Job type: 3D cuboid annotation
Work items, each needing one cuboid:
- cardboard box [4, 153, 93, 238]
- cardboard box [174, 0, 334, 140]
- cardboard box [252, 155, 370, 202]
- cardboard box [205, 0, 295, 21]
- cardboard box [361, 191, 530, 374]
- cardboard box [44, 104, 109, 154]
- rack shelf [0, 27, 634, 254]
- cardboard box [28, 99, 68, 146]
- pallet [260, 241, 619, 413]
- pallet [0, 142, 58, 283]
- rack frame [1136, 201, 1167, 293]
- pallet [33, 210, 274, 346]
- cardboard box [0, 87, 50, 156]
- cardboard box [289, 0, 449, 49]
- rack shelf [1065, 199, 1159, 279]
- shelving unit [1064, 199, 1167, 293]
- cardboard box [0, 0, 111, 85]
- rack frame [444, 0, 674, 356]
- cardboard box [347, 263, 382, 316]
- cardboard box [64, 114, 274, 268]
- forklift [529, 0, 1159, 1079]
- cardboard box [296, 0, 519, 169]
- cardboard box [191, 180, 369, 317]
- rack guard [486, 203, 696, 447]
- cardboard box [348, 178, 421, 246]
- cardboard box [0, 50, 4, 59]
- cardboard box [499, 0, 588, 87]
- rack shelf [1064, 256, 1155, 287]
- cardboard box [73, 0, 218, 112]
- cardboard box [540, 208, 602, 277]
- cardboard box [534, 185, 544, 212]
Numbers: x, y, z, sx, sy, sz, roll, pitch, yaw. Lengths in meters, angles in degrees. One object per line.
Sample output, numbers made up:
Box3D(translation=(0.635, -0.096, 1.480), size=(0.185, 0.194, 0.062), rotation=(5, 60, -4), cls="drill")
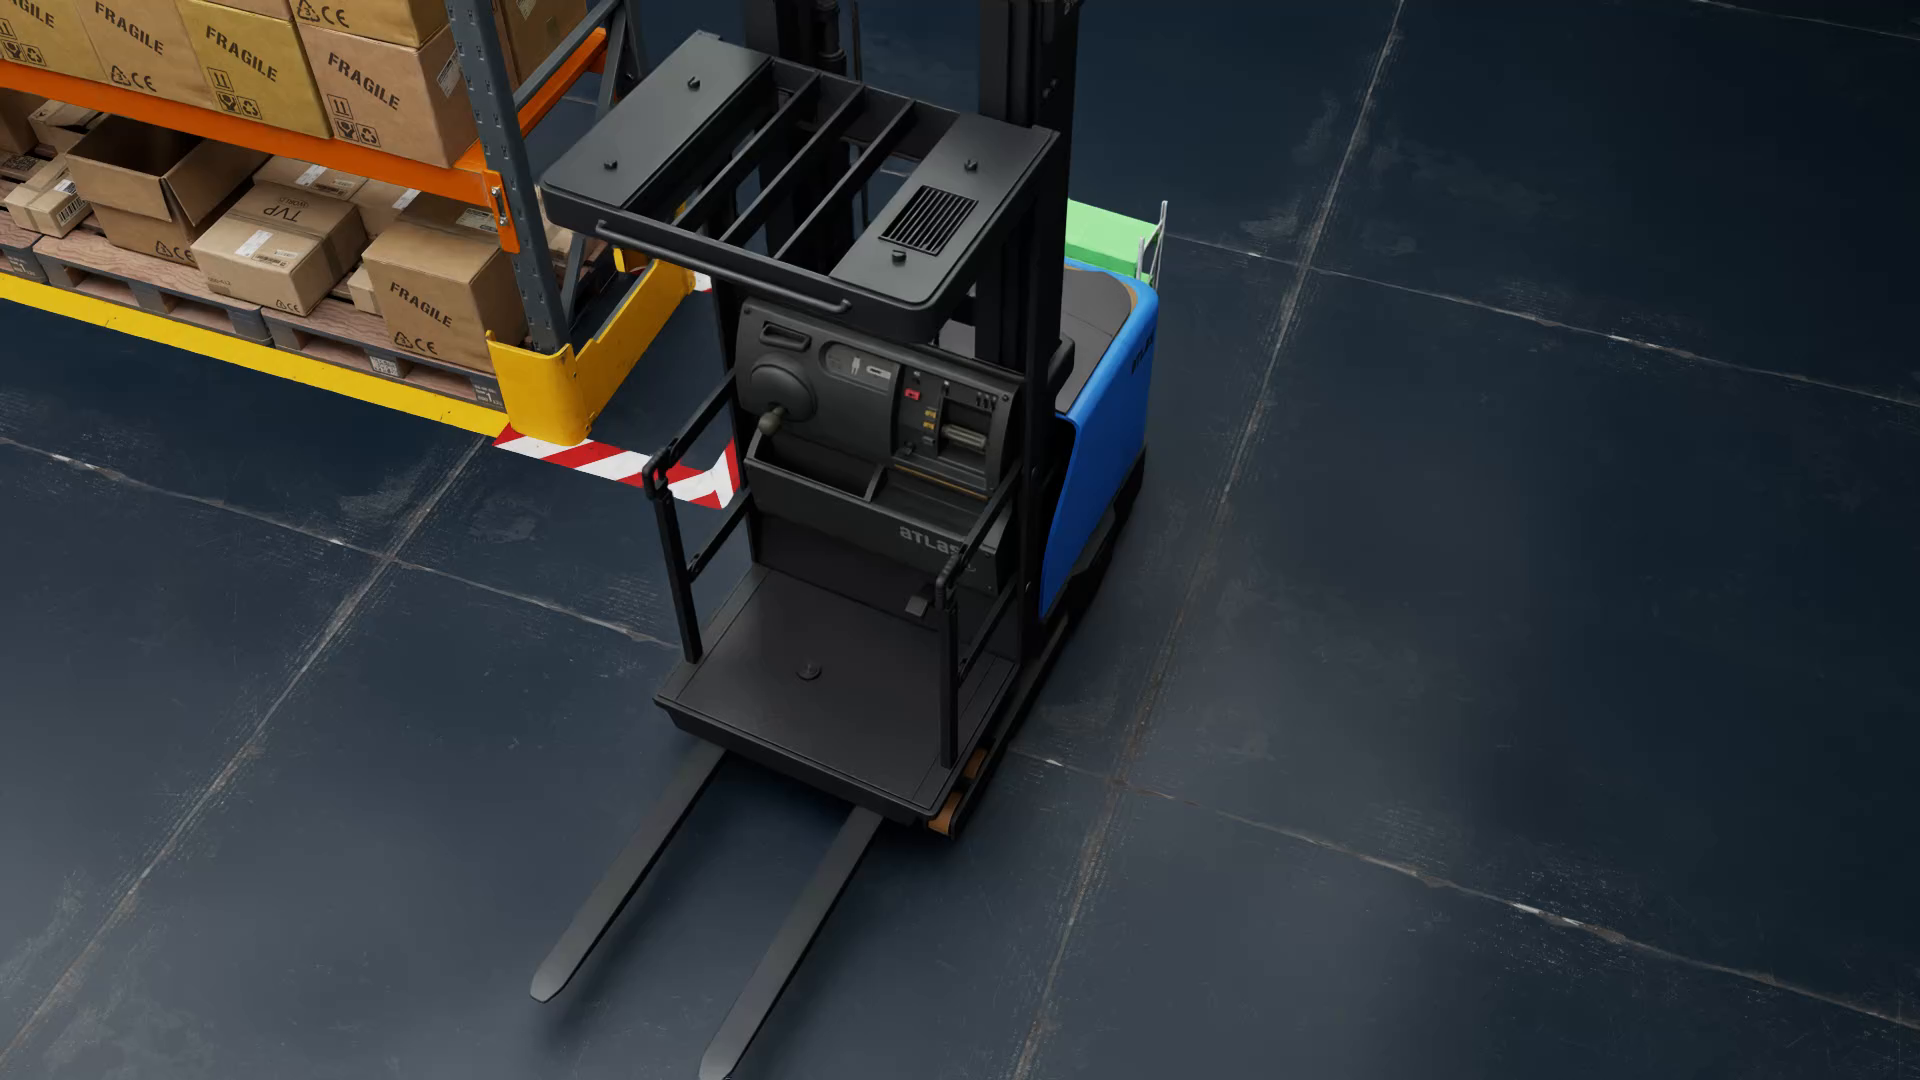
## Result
Box3D(translation=(-4.104, -1.579, 7.584), size=(0.250, 0.166, 0.380), rotation=(16, 51, 13), cls="cardboard box")
Box3D(translation=(-2.488, -1.889, 6.203), size=(0.500, 0.500, 0.500), rotation=(16, 51, 13), cls="cardboard box")
Box3D(translation=(-2.835, -1.647, 7.588), size=(0.500, 0.250, 0.500), rotation=(16, 51, 13), cls="cardboard box")
Box3D(translation=(-2.473, -2.212, 5.821), size=(0.500, 0.500, 0.500), rotation=(17, 51, 14), cls="cardboard box")
Box3D(translation=(-2.081, -1.092, 6.941), size=(0.500, 0.500, 0.500), rotation=(16, 51, 13), cls="cardboard box")
Box3D(translation=(-3.902, -1.965, 7.823), size=(0.500, 0.311, 0.500), rotation=(16, 51, 13), cls="cardboard box")
Box3D(translation=(-3.362, -2.087, 6.916), size=(4.000, 0.370, 1.077), rotation=(16, 51, 13), cls="rack shelf")
Box3D(translation=(-4.233, -2.053, 8.006), size=(0.250, 0.149, 0.380), rotation=(16, 51, 13), cls="cardboard box")
Box3D(translation=(-2.305, -1.113, 7.442), size=(1.213, 0.211, 1.003), rotation=(16, 51, 13), cls="pallet")
Box3D(translation=(-4.594, -1.752, 7.996), size=(1.213, 0.211, 1.003), rotation=(16, 51, 13), cls="pallet")
Box3D(translation=(0.703, -0.771, 6.491), size=(0.015, 1.200, 0.240), rotation=(20, 52, 17), cls="rack frame")
Box3D(translation=(-3.446, -1.434, 7.720), size=(1.213, 0.211, 1.003), rotation=(16, 51, 13), cls="pallet")
Box3D(translation=(-4.605, -2.223, 7.921), size=(0.500, 0.500, 0.500), rotation=(16, 51, 13), cls="cardboard box")
Box3D(translation=(-1.999, -2.080, 5.707), size=(0.500, 0.500, 0.500), rotation=(15, 51, 13), cls="cardboard box")
Box3D(translation=(0.484, -1.125, 6.247), size=(0.480, 0.148, 0.258), rotation=(20, 52, 17), cls="rack shelf")
Box3D(translation=(0.483, -0.852, 6.561), size=(0.503, 1.200, 0.258), rotation=(20, 52, 17), cls="shelving unit")
Box3D(translation=(-3.427, -2.156, 6.434), size=(0.500, 0.500, 0.500), rotation=(15, 51, 13), cls="cardboard box")
Box3D(translation=(-1.486, -1.798, 6.190), size=(0.127, 3.000, 1.000), rotation=(16, 51, 13), cls="rack frame")
Box3D(translation=(-2.430, -1.152, 7.214), size=(0.250, 0.166, 0.380), rotation=(16, 51, 13), cls="cardboard box")
Box3D(translation=(-3.474, -1.684, 7.452), size=(0.637, 0.503, 0.797), rotation=(16, 51, 13), cls="cardboard box")
Box3D(translation=(-0.364, -0.333, 4.966), size=(1.130, 2.935, 3.031), rotation=(20, 52, 17), cls="forklift")
Box3D(translation=(-2.000, -1.756, 6.087), size=(0.500, 0.500, 0.500), rotation=(17, 51, 14), cls="cardboard box")
Box3D(translation=(-2.962, -1.280, 7.269), size=(0.500, 0.250, 0.500), rotation=(16, 51, 13), cls="cardboard box")
Box3D(translation=(-1.557, -1.000, 7.152), size=(0.348, 0.500, 1.175), rotation=(16, 51, 13), cls="rack guard")
Box3D(translation=(-2.366, -1.516, 7.474), size=(0.500, 0.250, 0.500), rotation=(16, 51, 13), cls="cardboard box")
Box3D(translation=(-3.904, -2.288, 6.548), size=(0.500, 0.500, 0.500), rotation=(15, 51, 13), cls="cardboard box")
Box3D(translation=(-1.811, -2.134, 6.415), size=(0.500, 0.500, 0.500), rotation=(17, 51, 14), cls="cardboard box")
Box3D(translation=(0.483, -0.967, 6.428), size=(0.480, 0.148, 0.258), rotation=(20, 52, 17), cls="rack shelf")
Box3D(translation=(-2.954, -2.023, 6.319), size=(0.500, 0.500, 0.500), rotation=(16, 51, 13), cls="cardboard box")
Box3D(translation=(-1.759, -1.362, 7.408), size=(0.250, 0.149, 0.380), rotation=(16, 51, 13), cls="cardboard box")
Box3D(translation=(-1.994, -1.433, 7.458), size=(0.250, 0.166, 0.380), rotation=(16, 51, 13), cls="cardboard box")
